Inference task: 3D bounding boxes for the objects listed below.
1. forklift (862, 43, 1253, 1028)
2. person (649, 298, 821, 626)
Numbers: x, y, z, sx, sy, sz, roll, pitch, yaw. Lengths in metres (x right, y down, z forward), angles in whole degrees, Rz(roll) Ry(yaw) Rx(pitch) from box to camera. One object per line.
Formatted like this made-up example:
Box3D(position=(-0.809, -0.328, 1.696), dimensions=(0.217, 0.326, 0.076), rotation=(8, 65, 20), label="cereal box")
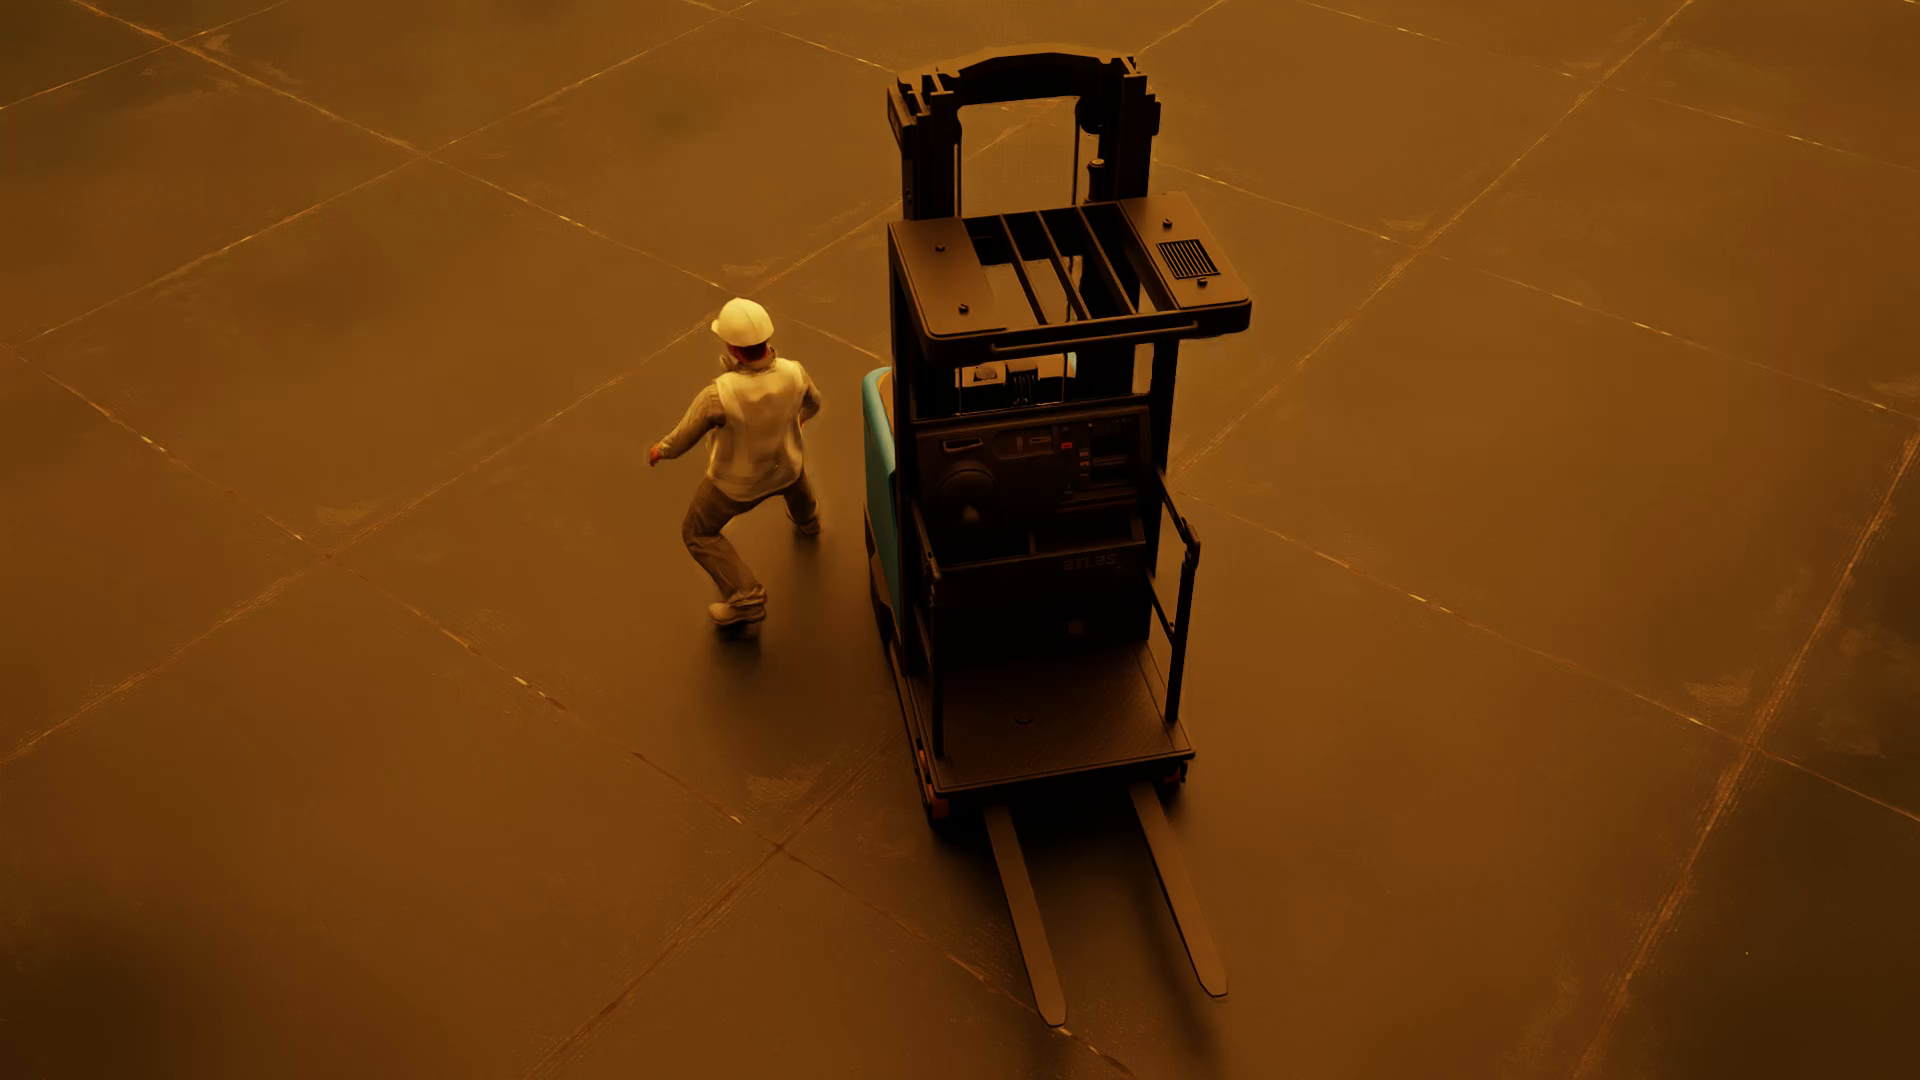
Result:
Box3D(position=(0.339, -0.209, 6.320), dimensions=(1.130, 2.935, 3.031), rotation=(-8, 41, -9), label="forklift")
Box3D(position=(-0.982, -0.466, 7.628), dimensions=(0.878, 1.629, 0.779), rotation=(-23, 45, -24), label="person")
